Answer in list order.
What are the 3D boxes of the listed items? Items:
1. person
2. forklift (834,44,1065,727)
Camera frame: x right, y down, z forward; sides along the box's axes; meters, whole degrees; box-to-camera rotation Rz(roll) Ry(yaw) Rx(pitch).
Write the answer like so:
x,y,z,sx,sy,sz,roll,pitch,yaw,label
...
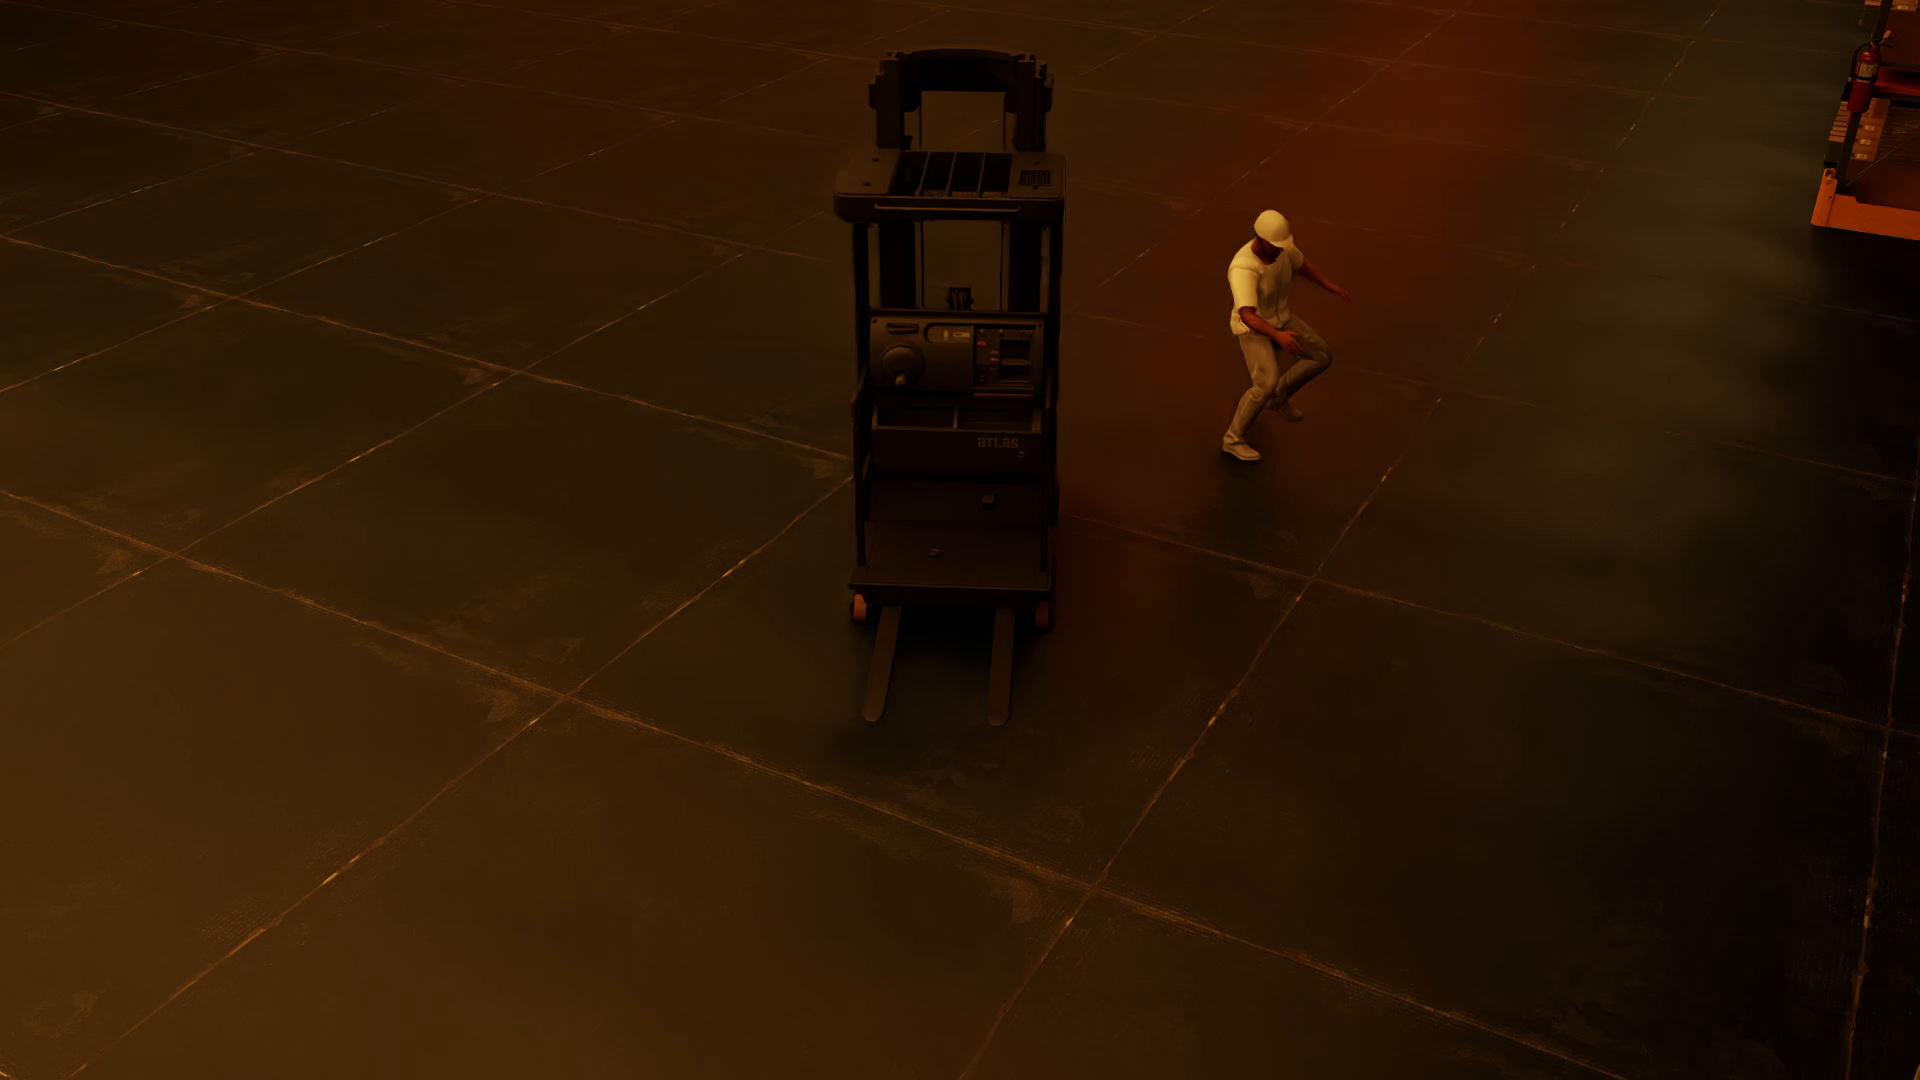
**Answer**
x,y,z,sx,sy,sz,roll,pitch,yaw,label
2.117,-1.380,10.822,0.938,1.578,0.777,-25,38,-36,person
-0.028,-0.947,8.712,1.130,2.935,3.031,2,30,3,forklift
